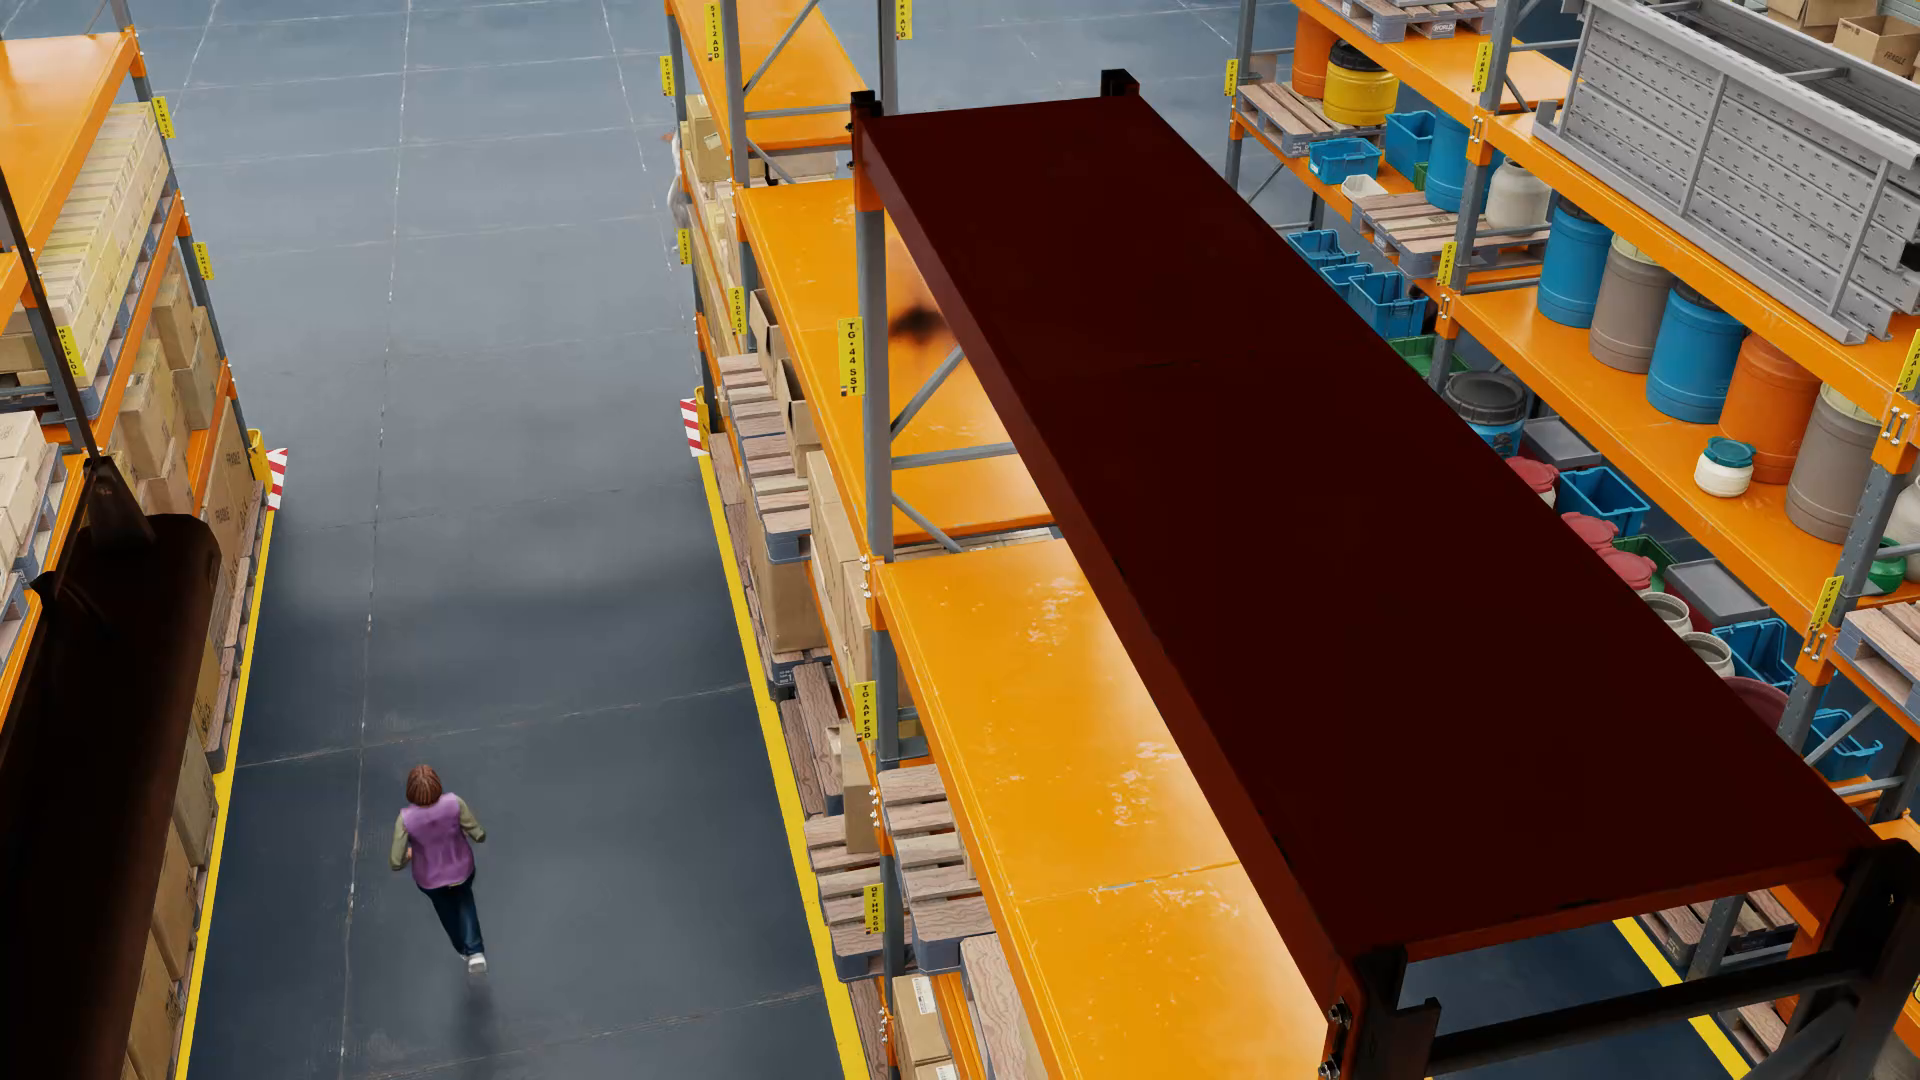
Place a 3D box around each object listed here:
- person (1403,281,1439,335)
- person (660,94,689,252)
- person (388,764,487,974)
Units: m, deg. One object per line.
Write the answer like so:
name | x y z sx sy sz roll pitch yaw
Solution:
person | 4.429 -2.209 15.952 0.692 1.564 0.686 -13 36 -18
person | -2.978 -4.055 18.452 0.730 1.823 0.674 7 35 9
person | -2.932 1.887 9.448 0.536 1.574 0.570 -14 37 -20
